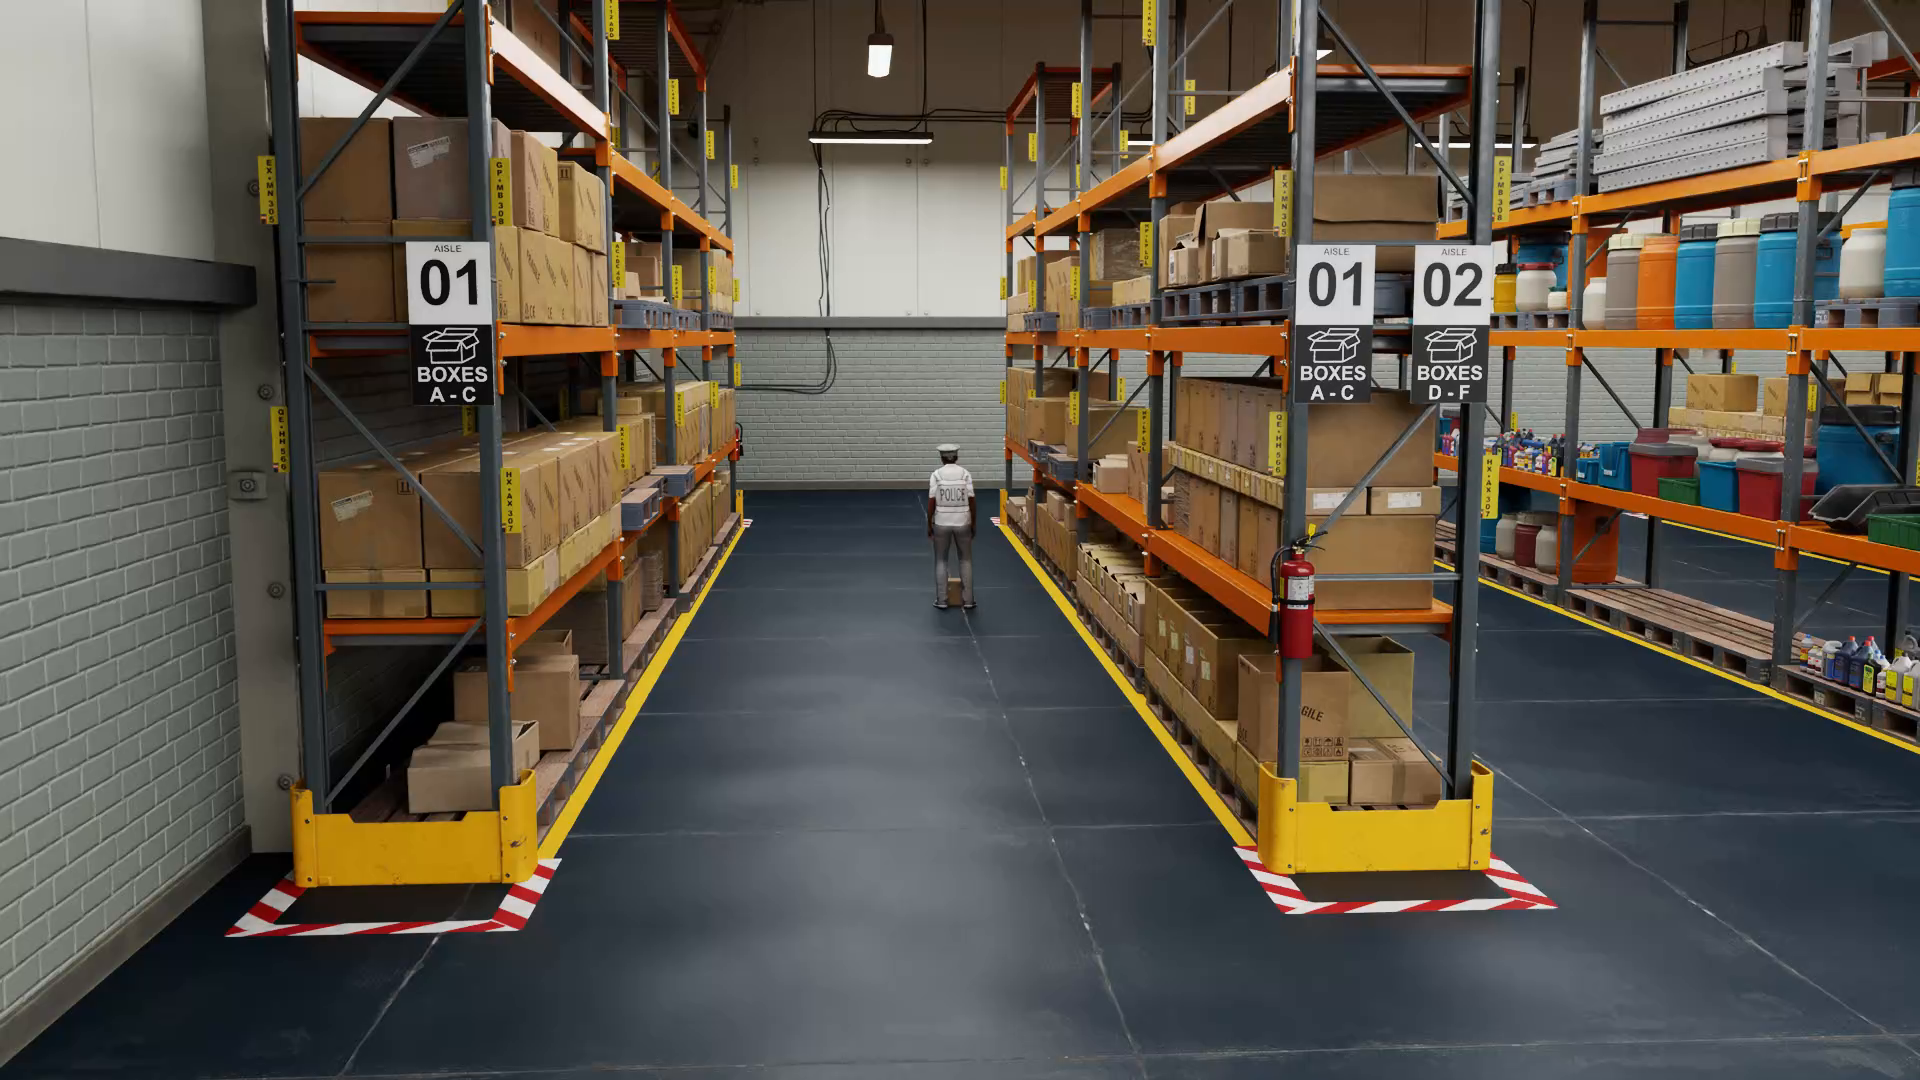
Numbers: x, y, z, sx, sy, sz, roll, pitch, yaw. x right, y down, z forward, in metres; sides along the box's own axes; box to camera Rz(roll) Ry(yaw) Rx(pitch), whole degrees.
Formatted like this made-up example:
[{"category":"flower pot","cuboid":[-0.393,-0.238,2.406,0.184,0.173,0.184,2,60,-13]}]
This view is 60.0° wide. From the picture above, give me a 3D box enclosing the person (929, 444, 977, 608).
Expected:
[{"category":"person","cuboid":[-0.067,-0.135,16.870,0.508,1.657,0.392,-1,7,-6]}]
